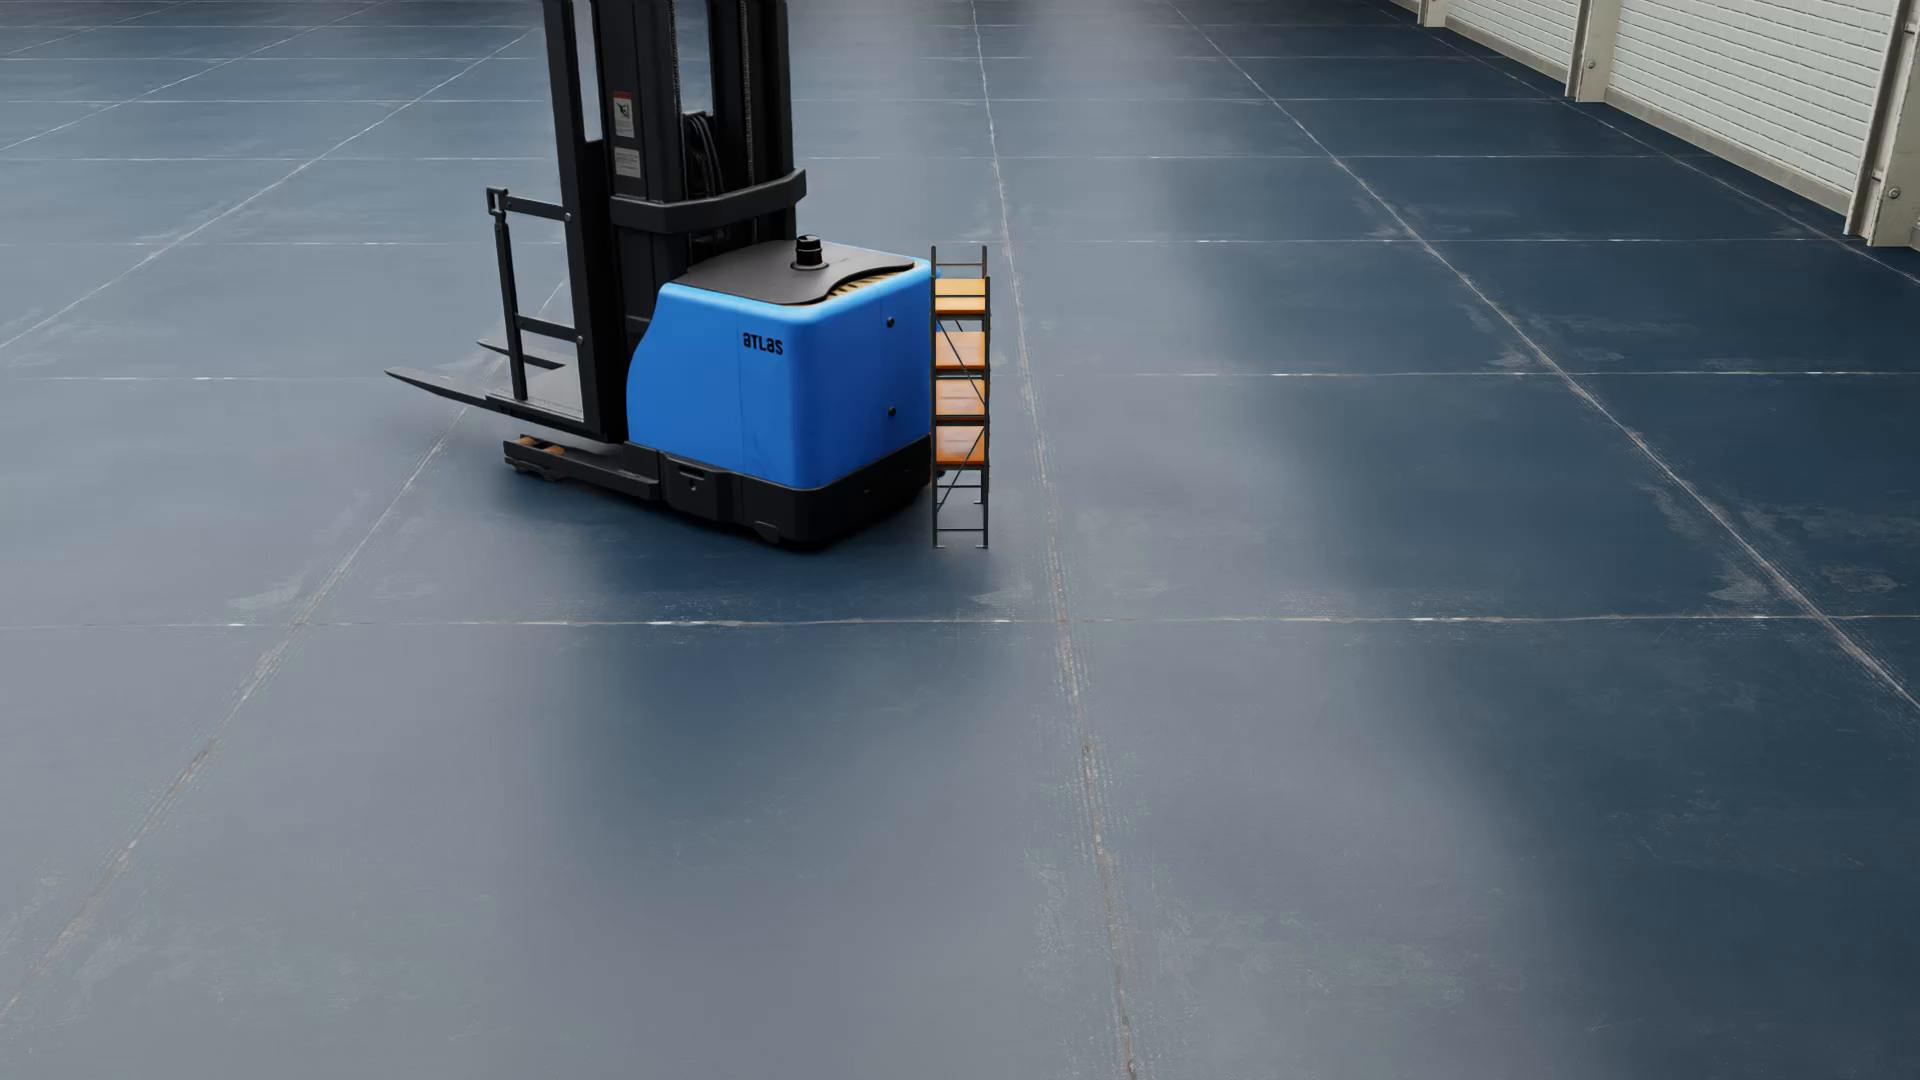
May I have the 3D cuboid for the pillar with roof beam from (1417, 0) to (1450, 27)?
[{"bbox_3d":[2.229,-11.209,21.113,9.100,9.000,0.400,0,24,-1],"label":"pillar with roof beam"}]

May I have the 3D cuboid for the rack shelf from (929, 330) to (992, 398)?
[{"bbox_3d":[0.005,-0.755,7.083,0.258,0.148,0.480,0,24,1],"label":"rack shelf"}]

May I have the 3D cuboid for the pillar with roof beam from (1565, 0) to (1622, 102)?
[{"bbox_3d":[2.294,-8.737,15.647,9.100,9.000,0.400,0,24,-1],"label":"pillar with roof beam"}]

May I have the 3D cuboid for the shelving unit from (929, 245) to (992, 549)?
[{"bbox_3d":[0.005,-0.612,7.148,0.258,1.200,0.503,0,24,1],"label":"shelving unit"}]

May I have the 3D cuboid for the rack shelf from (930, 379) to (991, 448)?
[{"bbox_3d":[0.005,-0.551,7.175,0.258,0.148,0.480,0,24,1],"label":"rack shelf"}]

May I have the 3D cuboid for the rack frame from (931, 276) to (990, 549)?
[{"bbox_3d":[0.002,-0.512,6.925,0.240,1.200,0.015,0,24,1],"label":"rack frame"}]

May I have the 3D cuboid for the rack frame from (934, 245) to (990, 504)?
[{"bbox_3d":[0.009,-0.713,7.370,0.240,1.200,0.015,0,24,1],"label":"rack frame"}]

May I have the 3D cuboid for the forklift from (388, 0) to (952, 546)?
[{"bbox_3d":[-1.542,-1.767,7.601,3.031,2.935,1.130,16,29,31],"label":"forklift"}]

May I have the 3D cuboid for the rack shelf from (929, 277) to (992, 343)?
[{"bbox_3d":[0.005,-0.970,6.986,0.258,0.148,0.480,0,24,1],"label":"rack shelf"}]

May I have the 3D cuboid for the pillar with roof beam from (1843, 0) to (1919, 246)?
[{"bbox_3d":[2.360,-6.264,10.180,9.100,9.000,0.400,0,24,-1],"label":"pillar with roof beam"}]

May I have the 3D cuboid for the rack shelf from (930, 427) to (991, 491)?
[{"bbox_3d":[0.005,-0.370,7.257,0.258,0.148,0.480,0,24,1],"label":"rack shelf"}]
